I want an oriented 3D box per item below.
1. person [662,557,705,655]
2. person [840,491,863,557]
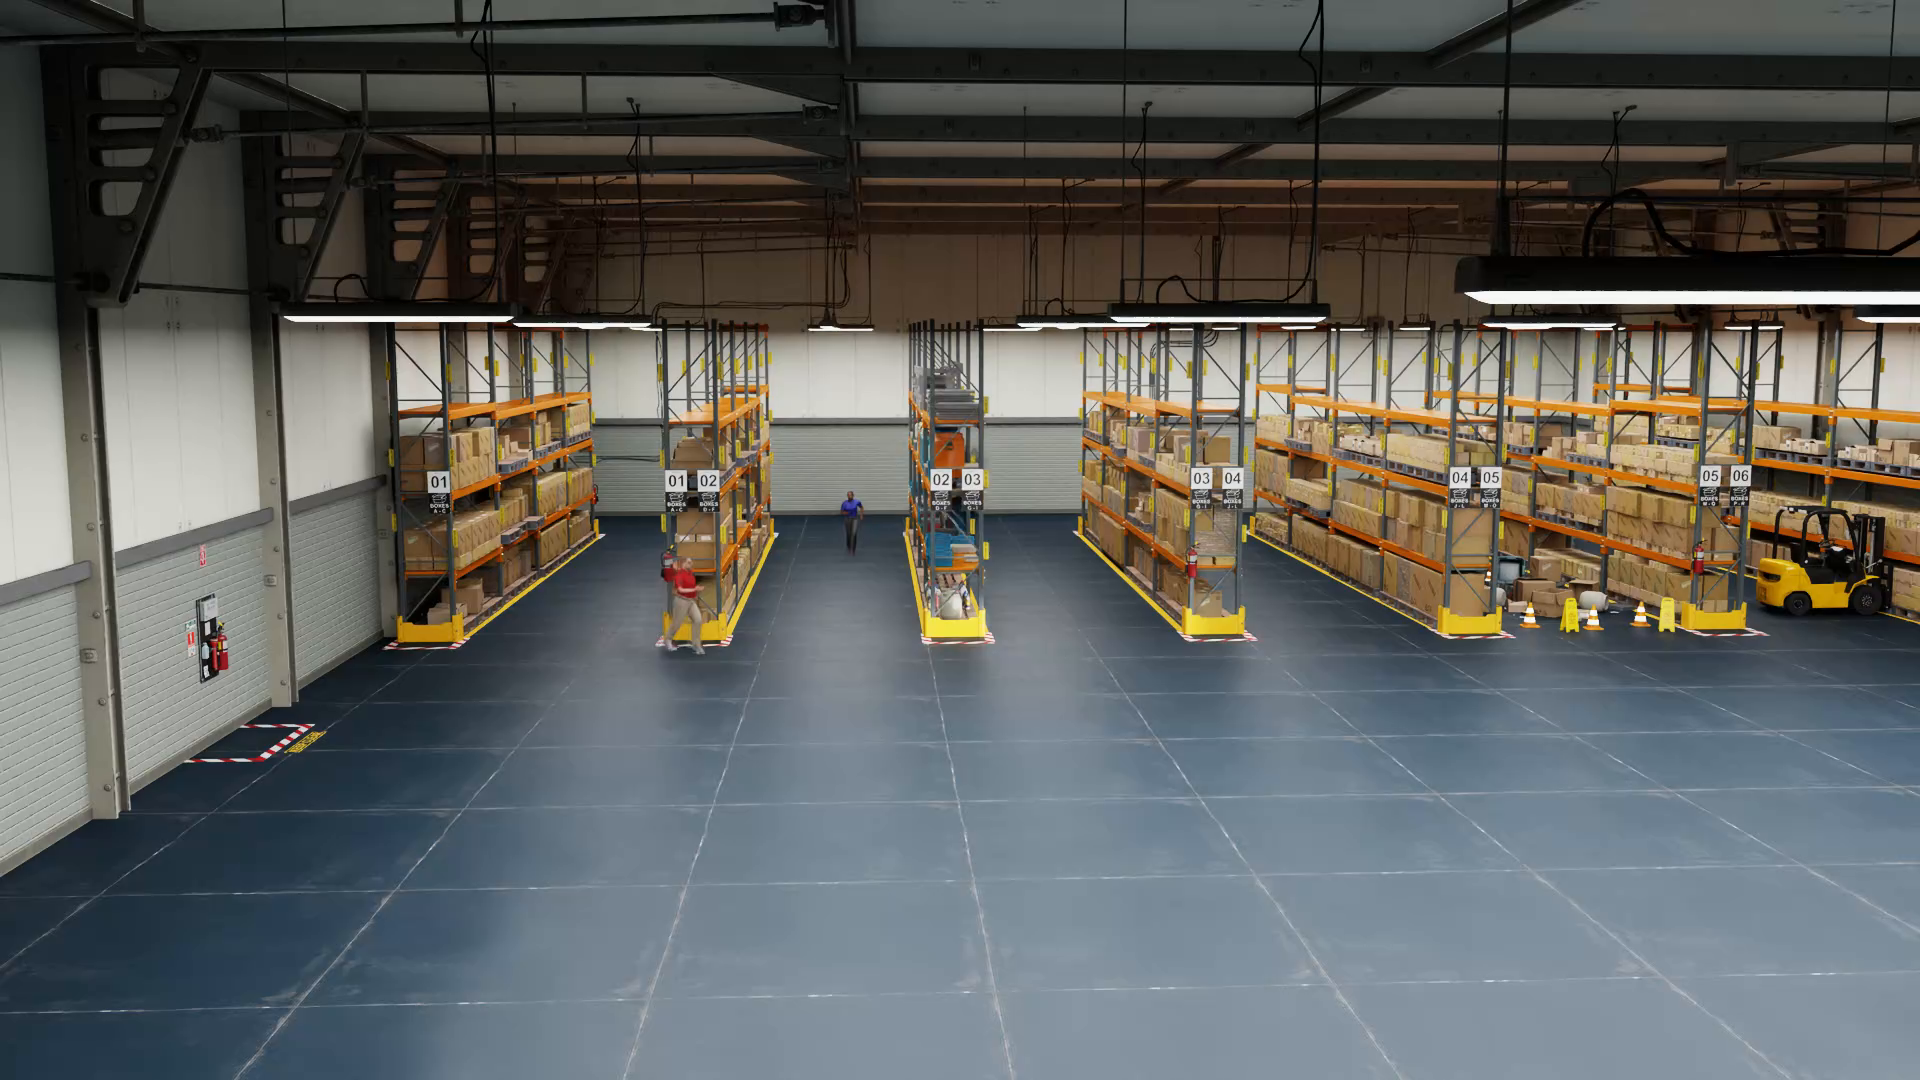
[{"bbox_3d":[-4.957,1.185,29.862,0.890,1.792,0.614,4,8,27],"label":"person"},{"bbox_3d":[-2.815,-0.444,43.365,0.580,1.699,0.898,0,7,2],"label":"person"}]
